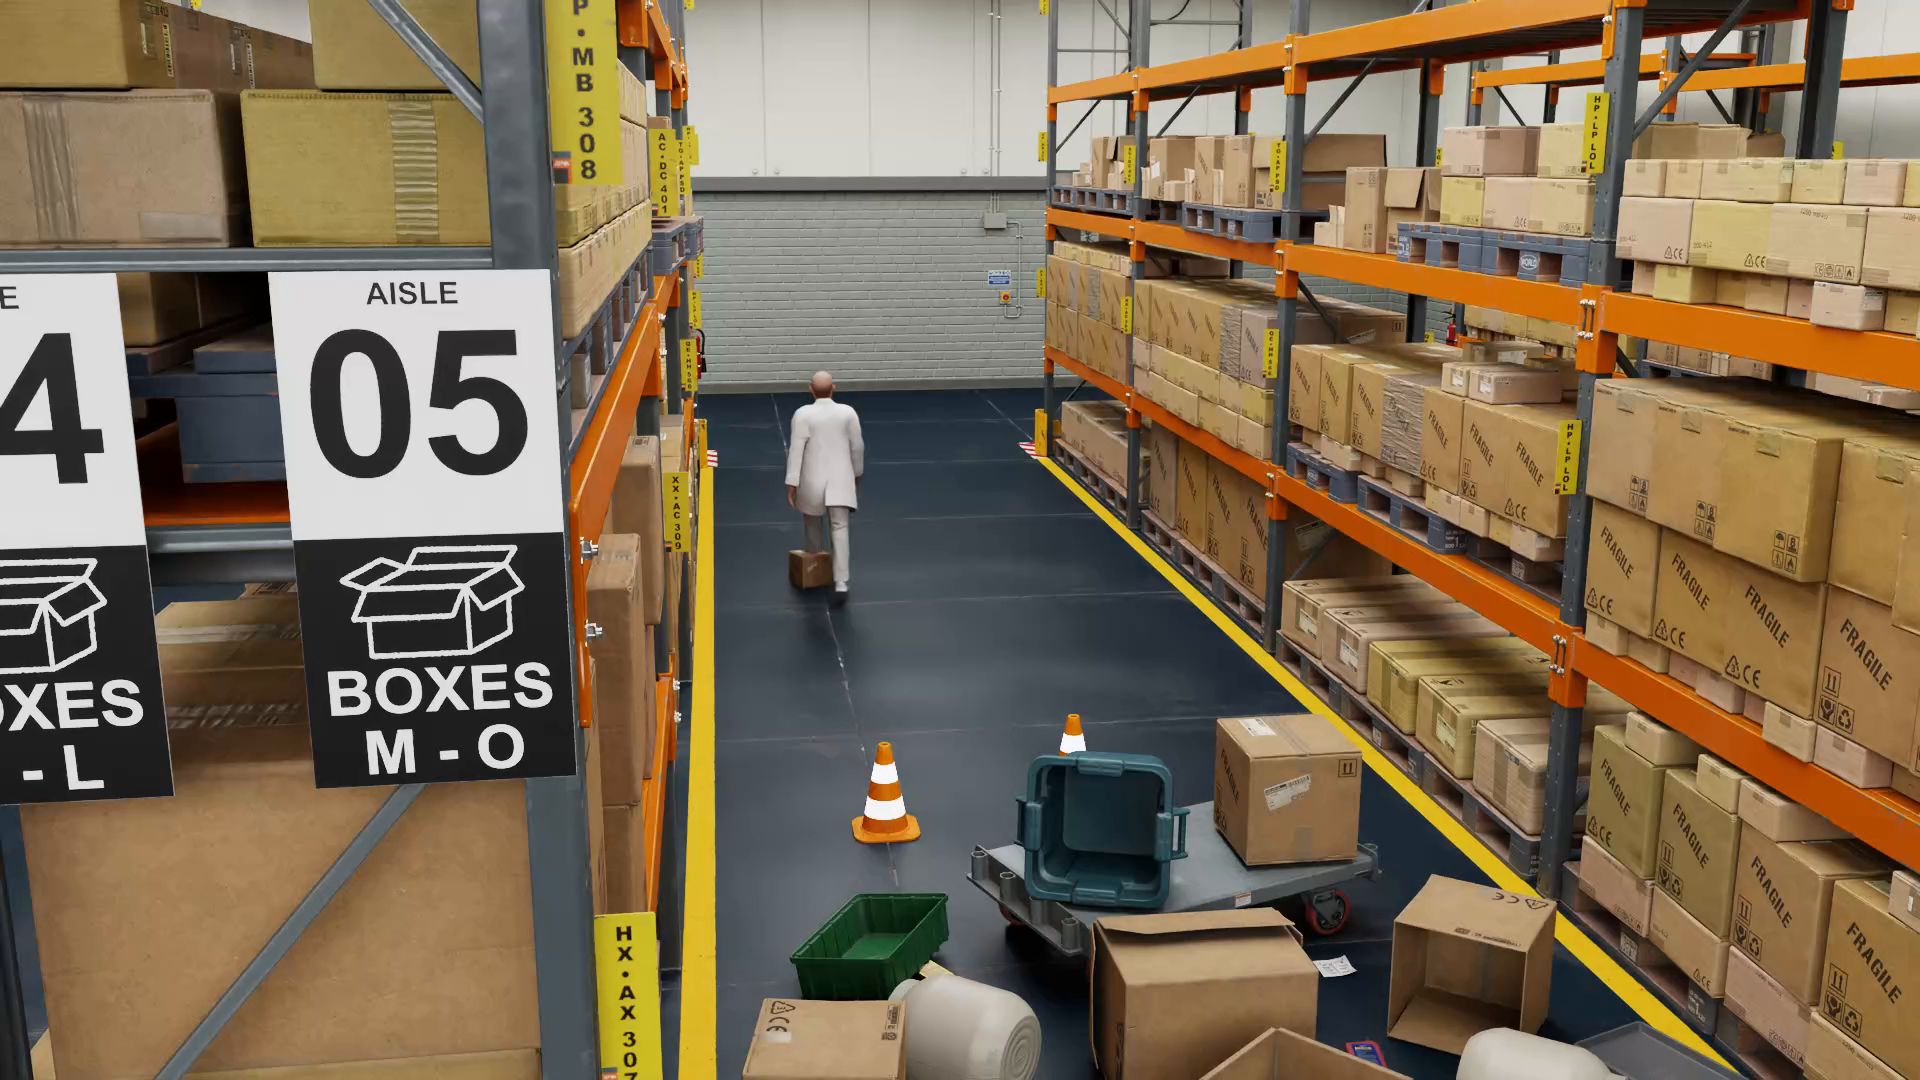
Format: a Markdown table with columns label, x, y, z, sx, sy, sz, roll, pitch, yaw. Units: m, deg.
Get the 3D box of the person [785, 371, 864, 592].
| label | x | y | z | sx | sy | sz | roll | pitch | yaw |
| --- | --- | --- | --- | --- | --- | --- | --- | --- | --- |
| person | -1.069 | -0.481 | 13.119 | 0.637 | 1.717 | 1.194 | -2 | 13 | -7 |
